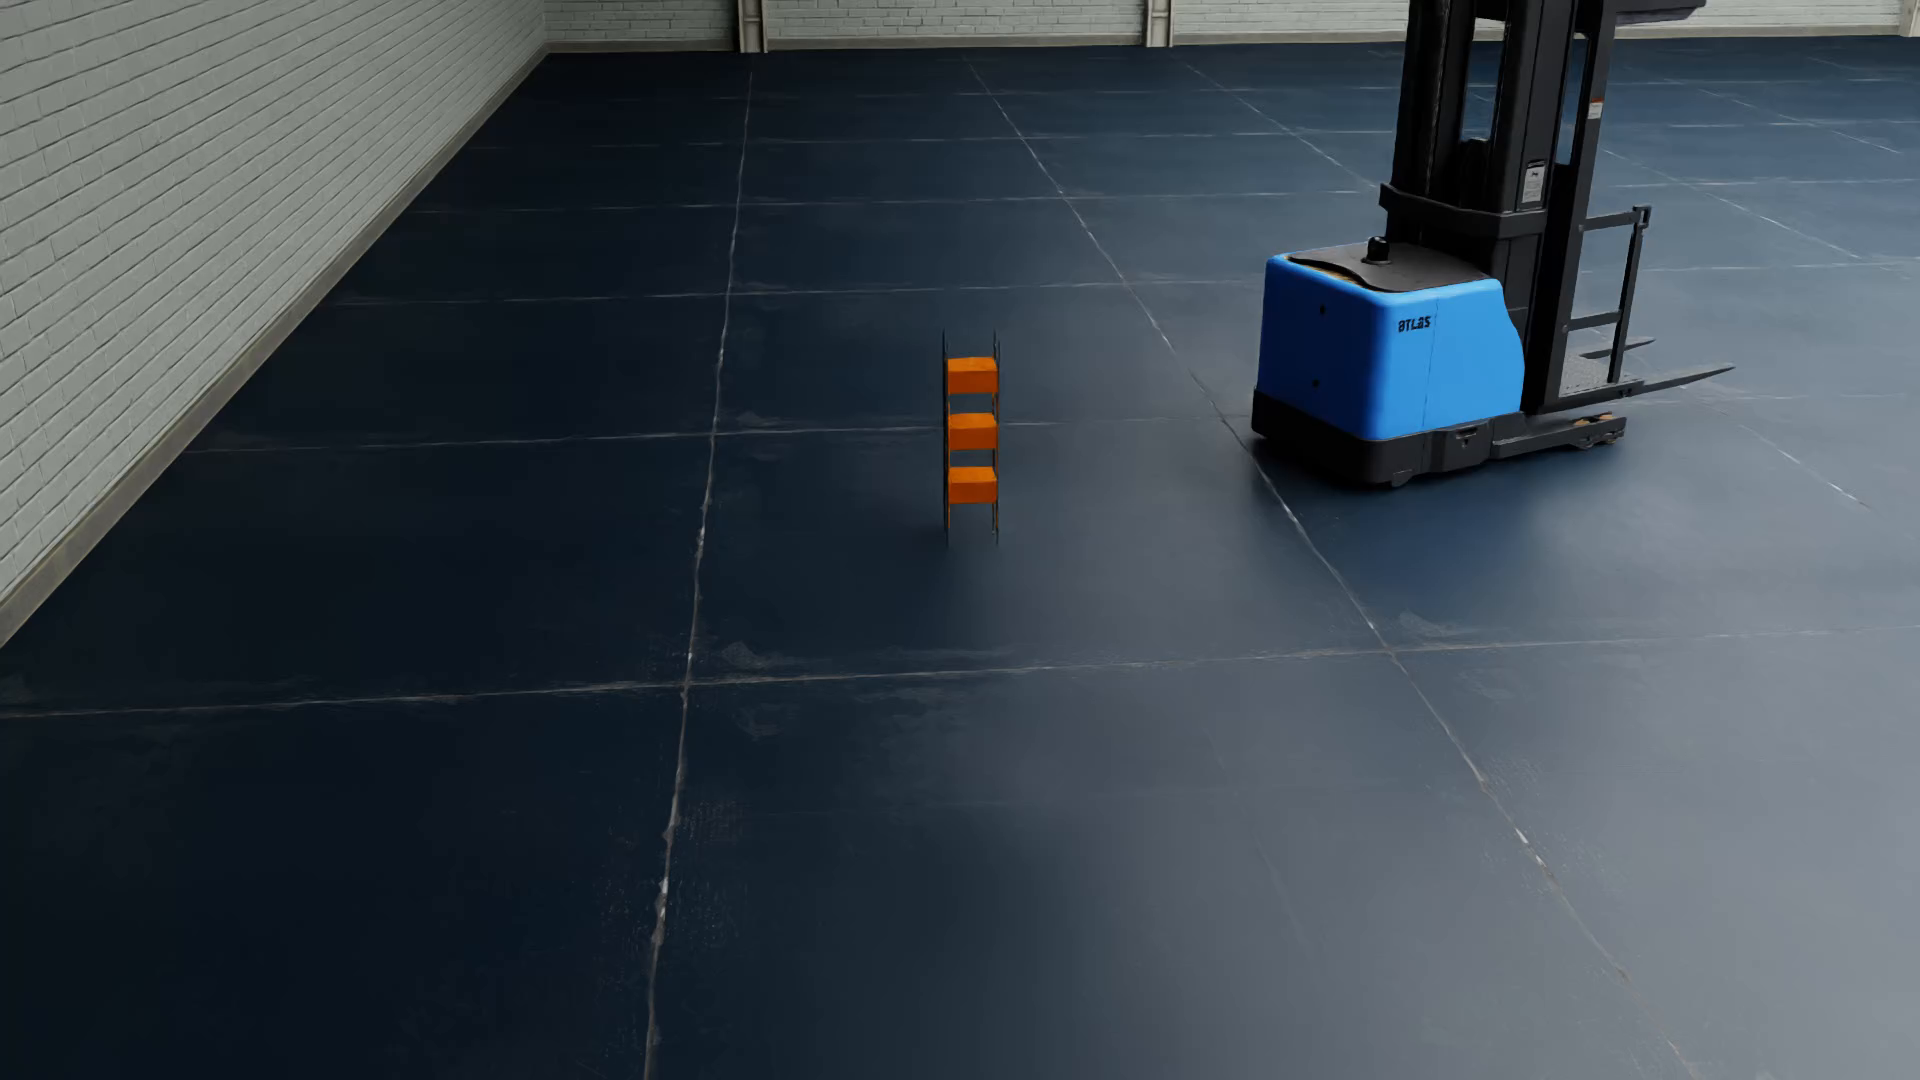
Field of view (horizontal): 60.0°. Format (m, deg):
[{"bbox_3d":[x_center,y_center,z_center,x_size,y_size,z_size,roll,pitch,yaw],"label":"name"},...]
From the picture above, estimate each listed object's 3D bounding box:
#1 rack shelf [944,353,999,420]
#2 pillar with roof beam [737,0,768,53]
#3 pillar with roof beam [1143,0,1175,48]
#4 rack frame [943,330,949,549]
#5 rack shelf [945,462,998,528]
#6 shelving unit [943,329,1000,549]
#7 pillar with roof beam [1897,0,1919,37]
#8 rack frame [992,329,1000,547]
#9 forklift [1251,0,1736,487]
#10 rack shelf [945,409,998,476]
[{"bbox_3d":[0.053,-0.732,7.931,0.240,0.259,0.215,-2,24,-5],"label":"rack shelf"},{"bbox_3d":[-2.594,-9.526,18.604,0.400,9.000,9.100,-2,24,-5],"label":"pillar with roof beam"},{"bbox_3d":[3.377,-9.766,19.143,0.400,9.000,9.100,-2,24,-5],"label":"pillar with roof beam"},{"bbox_3d":[-0.068,-0.477,8.031,0.008,1.050,0.200,-2,24,-5],"label":"rack frame"},{"bbox_3d":[0.053,-0.218,8.159,0.240,0.259,0.215,-2,24,-5],"label":"rack shelf"},{"bbox_3d":[0.053,-0.482,8.042,0.252,1.050,0.215,-2,24,-5],"label":"shelving unit"},{"bbox_3d":[15.319,-10.245,20.220,0.400,9.000,9.100,-2,24,-5],"label":"pillar with roof beam"},{"bbox_3d":[0.175,-0.487,8.053,0.008,1.050,0.200,-2,24,-5],"label":"rack frame"},{"bbox_3d":[3.212,-2.027,9.201,3.031,2.935,1.130,-12,27,-25],"label":"forklift"},{"bbox_3d":[0.053,-0.472,8.046,0.240,0.259,0.215,-2,24,-5],"label":"rack shelf"}]
